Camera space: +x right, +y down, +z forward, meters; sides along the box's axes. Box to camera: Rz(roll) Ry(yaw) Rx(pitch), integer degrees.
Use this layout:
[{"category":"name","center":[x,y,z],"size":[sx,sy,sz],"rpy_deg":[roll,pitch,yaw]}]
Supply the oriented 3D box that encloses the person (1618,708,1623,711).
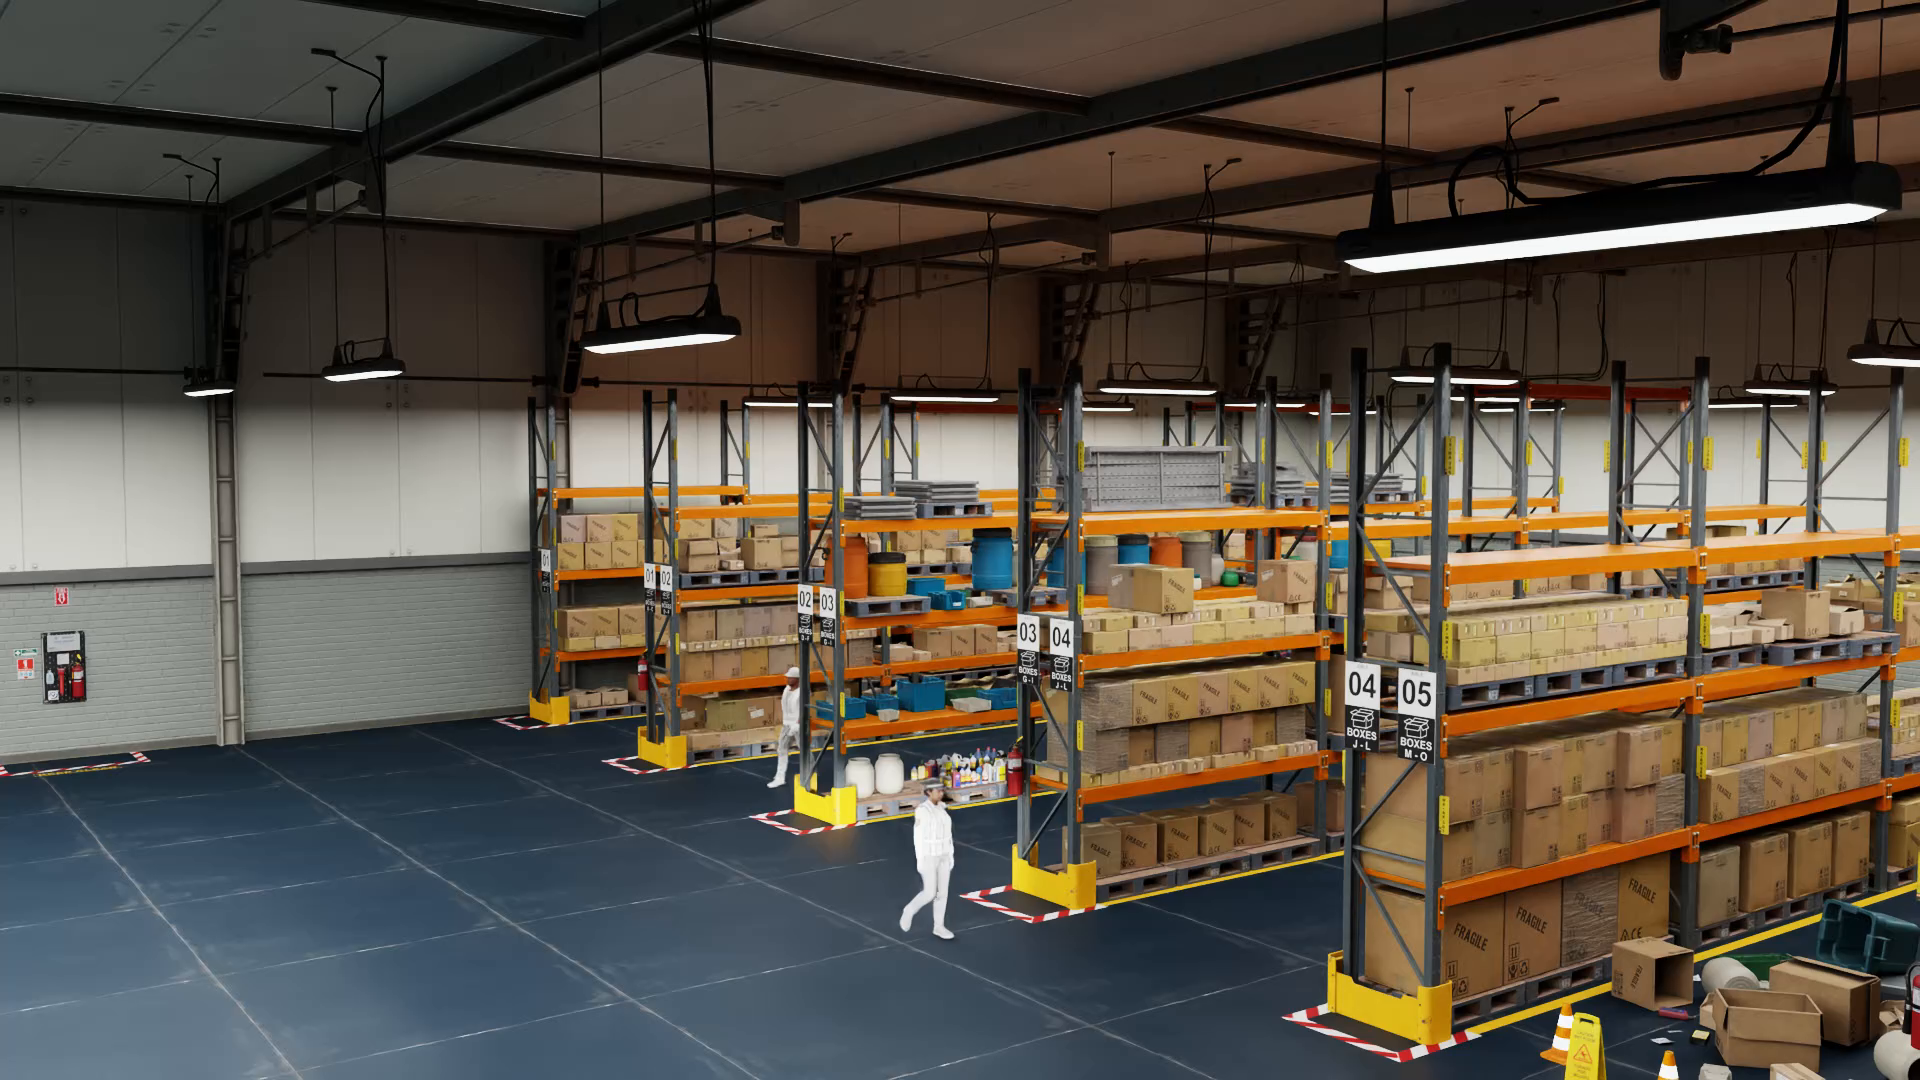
[{"category":"person","center":[8.752,3.020,22.005],"size":[0.796,1.698,0.592],"rpy_deg":[-2,4,-24]}]

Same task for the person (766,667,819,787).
[{"category":"person","center":[-2.509,2.799,25.010],"size":[0.568,1.775,0.853],"rpy_deg":[3,5,44]}]

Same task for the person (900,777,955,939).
[{"category":"person","center":[-0.303,3.287,17.345],"size":[0.563,1.676,0.502],"rpy_deg":[3,5,42]}]
